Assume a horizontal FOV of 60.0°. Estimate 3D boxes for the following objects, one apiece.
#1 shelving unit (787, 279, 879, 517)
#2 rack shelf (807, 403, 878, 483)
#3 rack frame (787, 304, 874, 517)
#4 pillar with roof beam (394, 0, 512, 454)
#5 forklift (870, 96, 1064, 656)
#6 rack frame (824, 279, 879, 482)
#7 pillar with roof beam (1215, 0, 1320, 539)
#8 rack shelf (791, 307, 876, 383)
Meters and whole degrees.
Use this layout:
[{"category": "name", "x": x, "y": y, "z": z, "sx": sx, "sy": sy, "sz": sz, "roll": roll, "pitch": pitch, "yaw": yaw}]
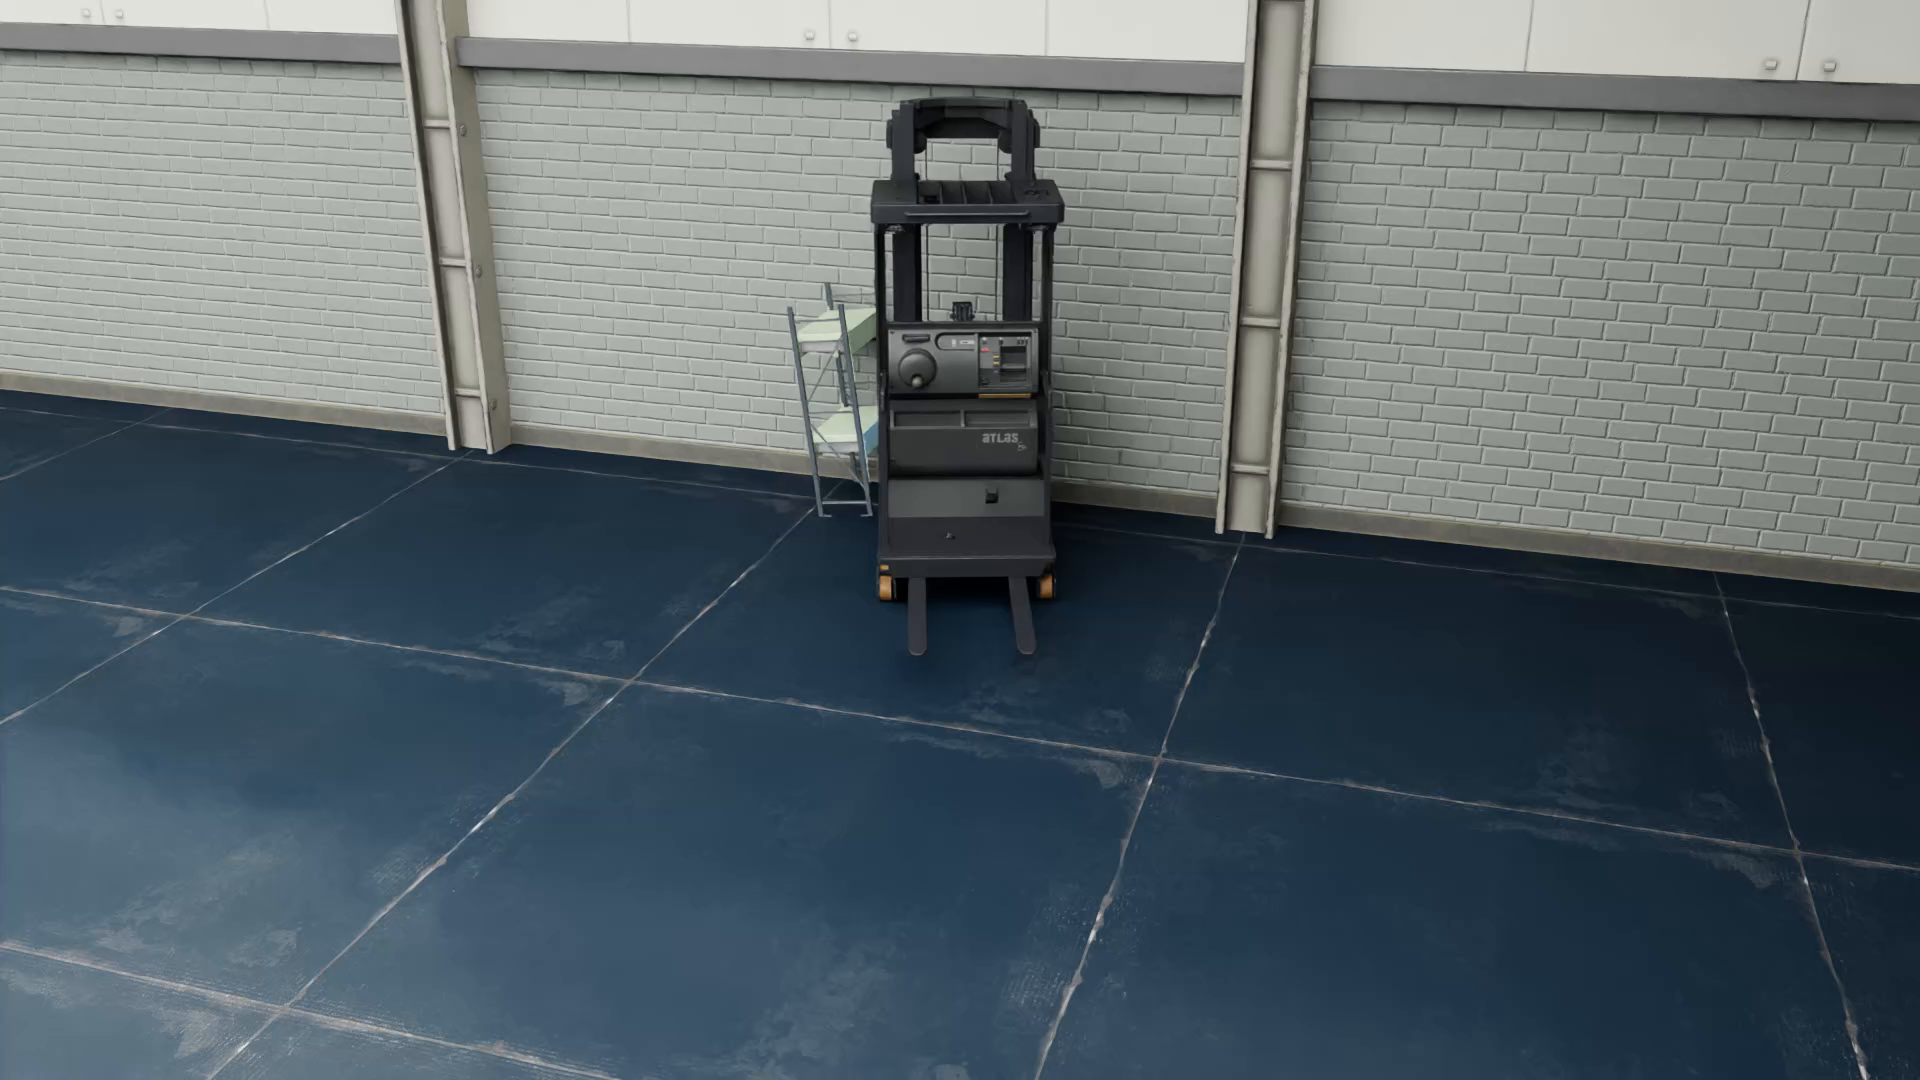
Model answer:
[{"category": "shelving unit", "x": -0.780, "y": -0.997, "z": 11.664, "sx": 0.431, "sy": 1.500, "sz": 0.755, "roll": -1, "pitch": 21, "yaw": 17}, {"category": "rack shelf", "x": -0.742, "y": -0.694, "z": 11.776, "sx": 0.431, "sy": 0.370, "sz": 0.720, "roll": -1, "pitch": 21, "yaw": 17}, {"category": "rack frame", "x": -0.880, "y": -0.864, "z": 11.338, "sx": 0.400, "sy": 1.500, "sz": 0.023, "roll": -1, "pitch": 21, "yaw": 17}, {"category": "pillar with roof beam", "x": -5.007, "y": -3.341, "z": 7.558, "sx": 0.400, "sy": 9.000, "sz": 9.100, "roll": 7, "pitch": 23, "yaw": 16}, {"category": "forklift", "x": 0.030, "y": -1.095, "z": 10.078, "sx": 1.130, "sy": 2.935, "sz": 3.031, "roll": -1, "pitch": 22, "yaw": -1}, {"category": "rack frame", "x": -0.681, "y": -1.131, "z": 11.990, "sx": 0.400, "sy": 1.500, "sz": 0.023, "roll": -1, "pitch": 21, "yaw": 17}, {"category": "pillar with roof beam", "x": 0.737, "y": -2.684, "z": 5.955, "sx": 0.400, "sy": 9.000, "sz": 9.100, "roll": 7, "pitch": 23, "yaw": 16}, {"category": "rack shelf", "x": -0.826, "y": -1.361, "z": 11.529, "sx": 0.431, "sy": 0.370, "sz": 0.720, "roll": -1, "pitch": 21, "yaw": 17}]
